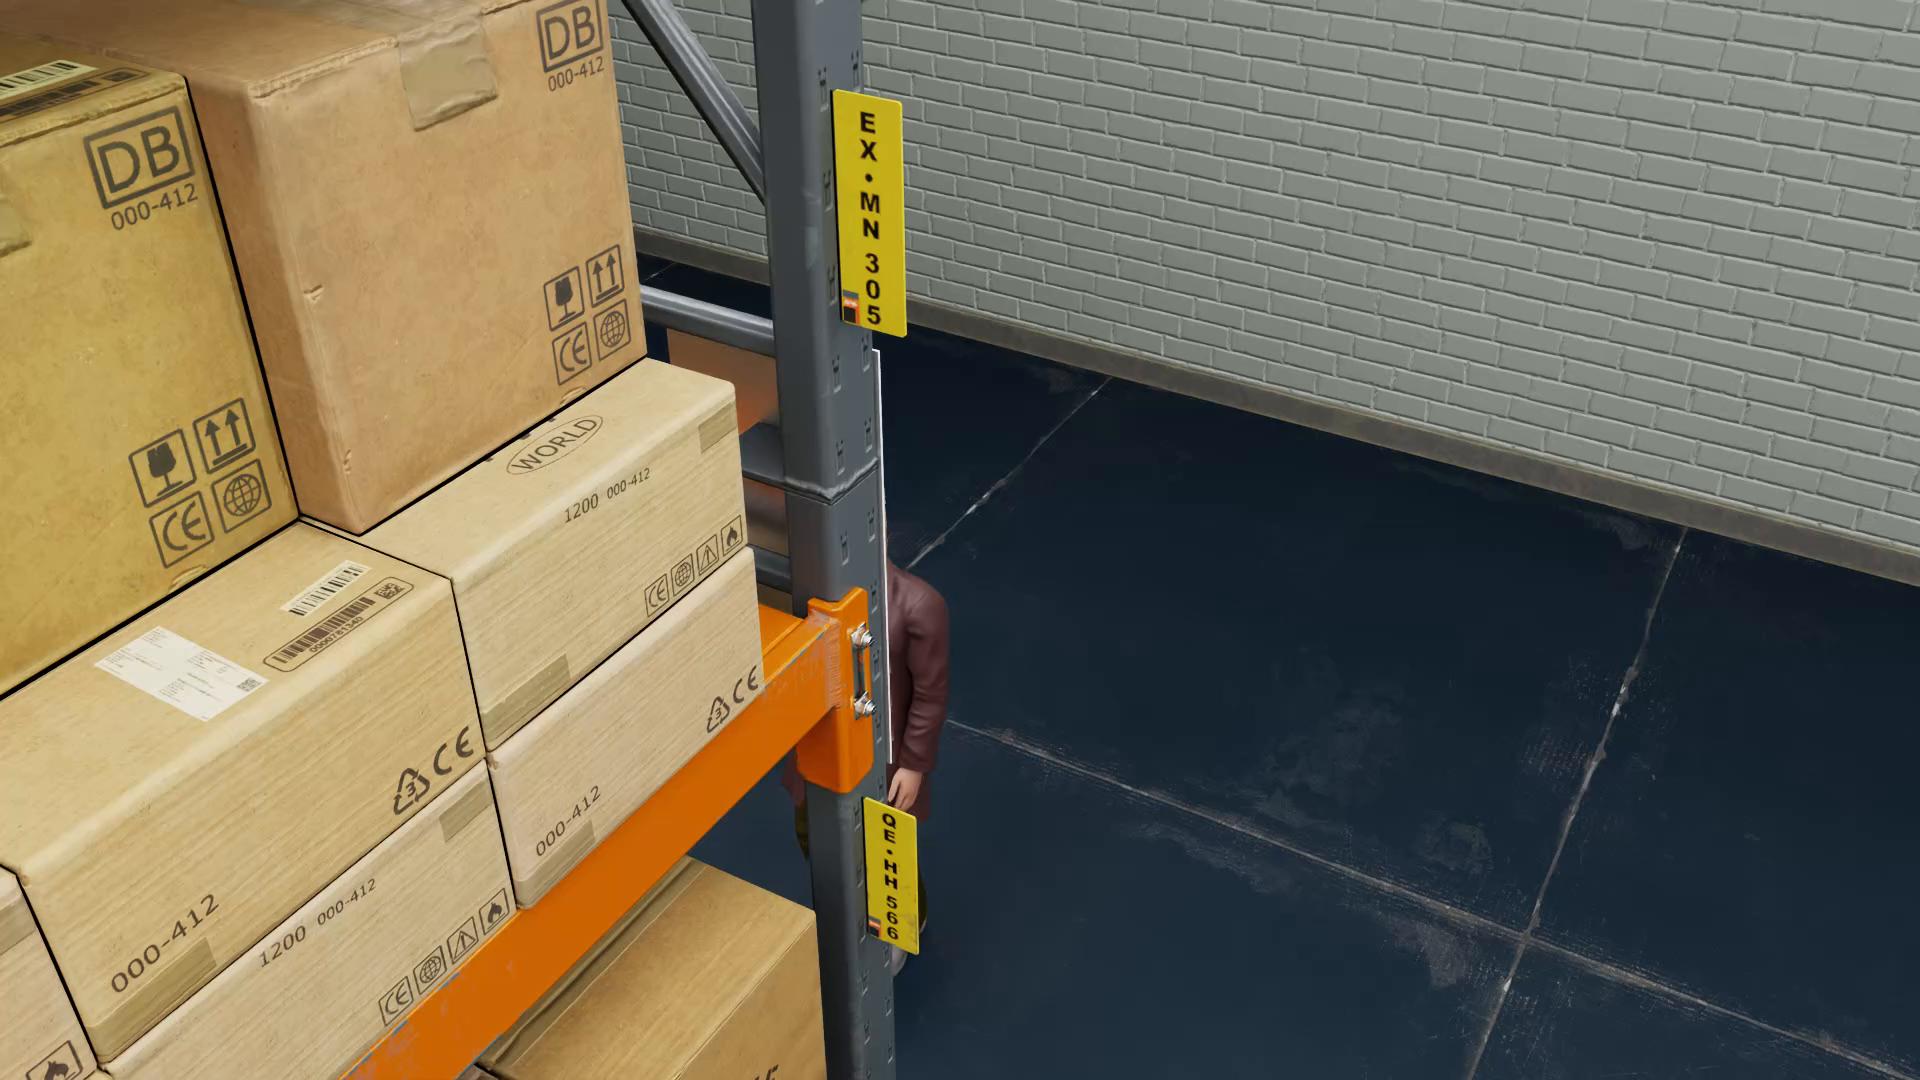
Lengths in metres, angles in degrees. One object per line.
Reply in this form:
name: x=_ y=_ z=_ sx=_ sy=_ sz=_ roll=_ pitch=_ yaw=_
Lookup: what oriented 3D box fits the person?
person: x=-0.304 y=0.641 z=5.225 sx=0.575 sy=1.759 sz=0.389 roll=19 pitch=38 yaw=25
